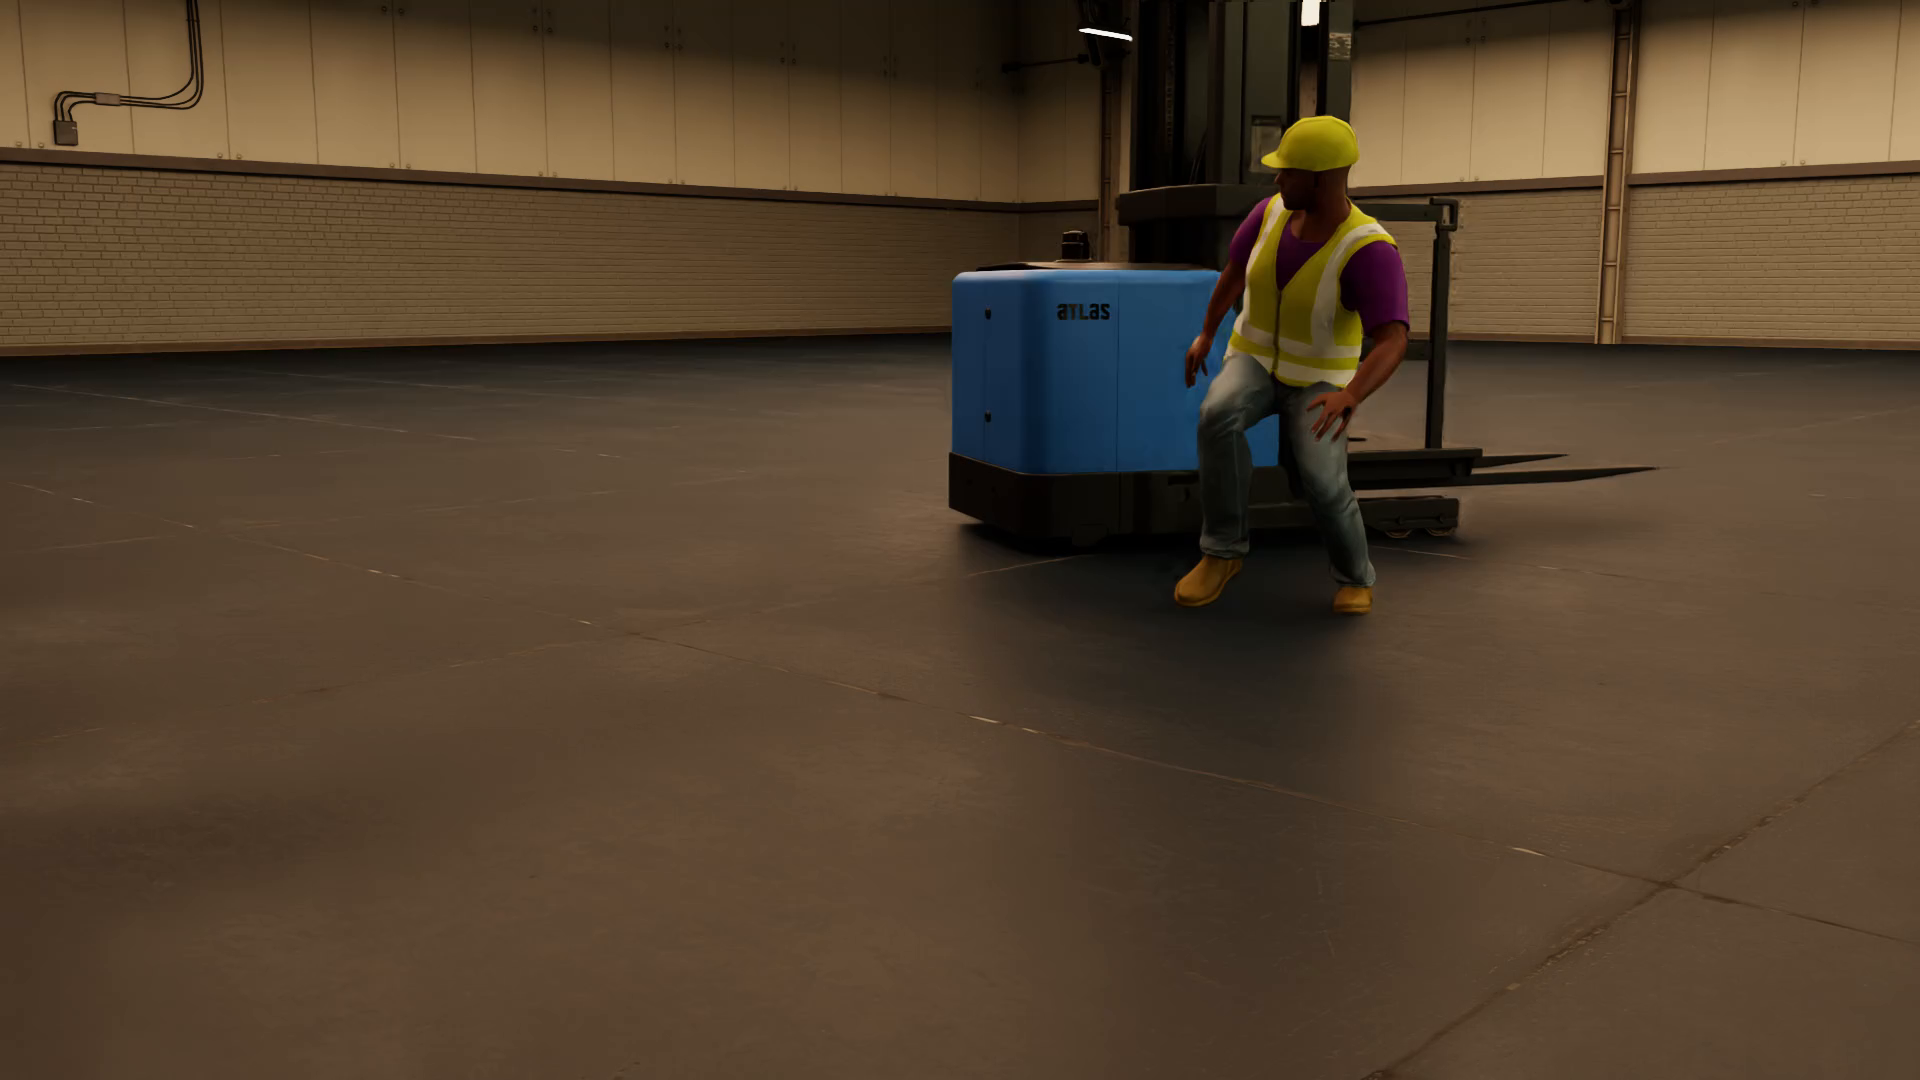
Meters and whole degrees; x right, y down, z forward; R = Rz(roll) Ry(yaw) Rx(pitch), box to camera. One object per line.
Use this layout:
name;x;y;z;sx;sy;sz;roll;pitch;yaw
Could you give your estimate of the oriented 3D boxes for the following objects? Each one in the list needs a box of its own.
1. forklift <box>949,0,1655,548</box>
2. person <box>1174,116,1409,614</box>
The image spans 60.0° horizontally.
forklift;1.527;-1.525;7.003;3.031;2.935;1.130;-3;9;-18
person;0.992;-0.529;5.205;0.819;1.535;0.742;4;10;27
